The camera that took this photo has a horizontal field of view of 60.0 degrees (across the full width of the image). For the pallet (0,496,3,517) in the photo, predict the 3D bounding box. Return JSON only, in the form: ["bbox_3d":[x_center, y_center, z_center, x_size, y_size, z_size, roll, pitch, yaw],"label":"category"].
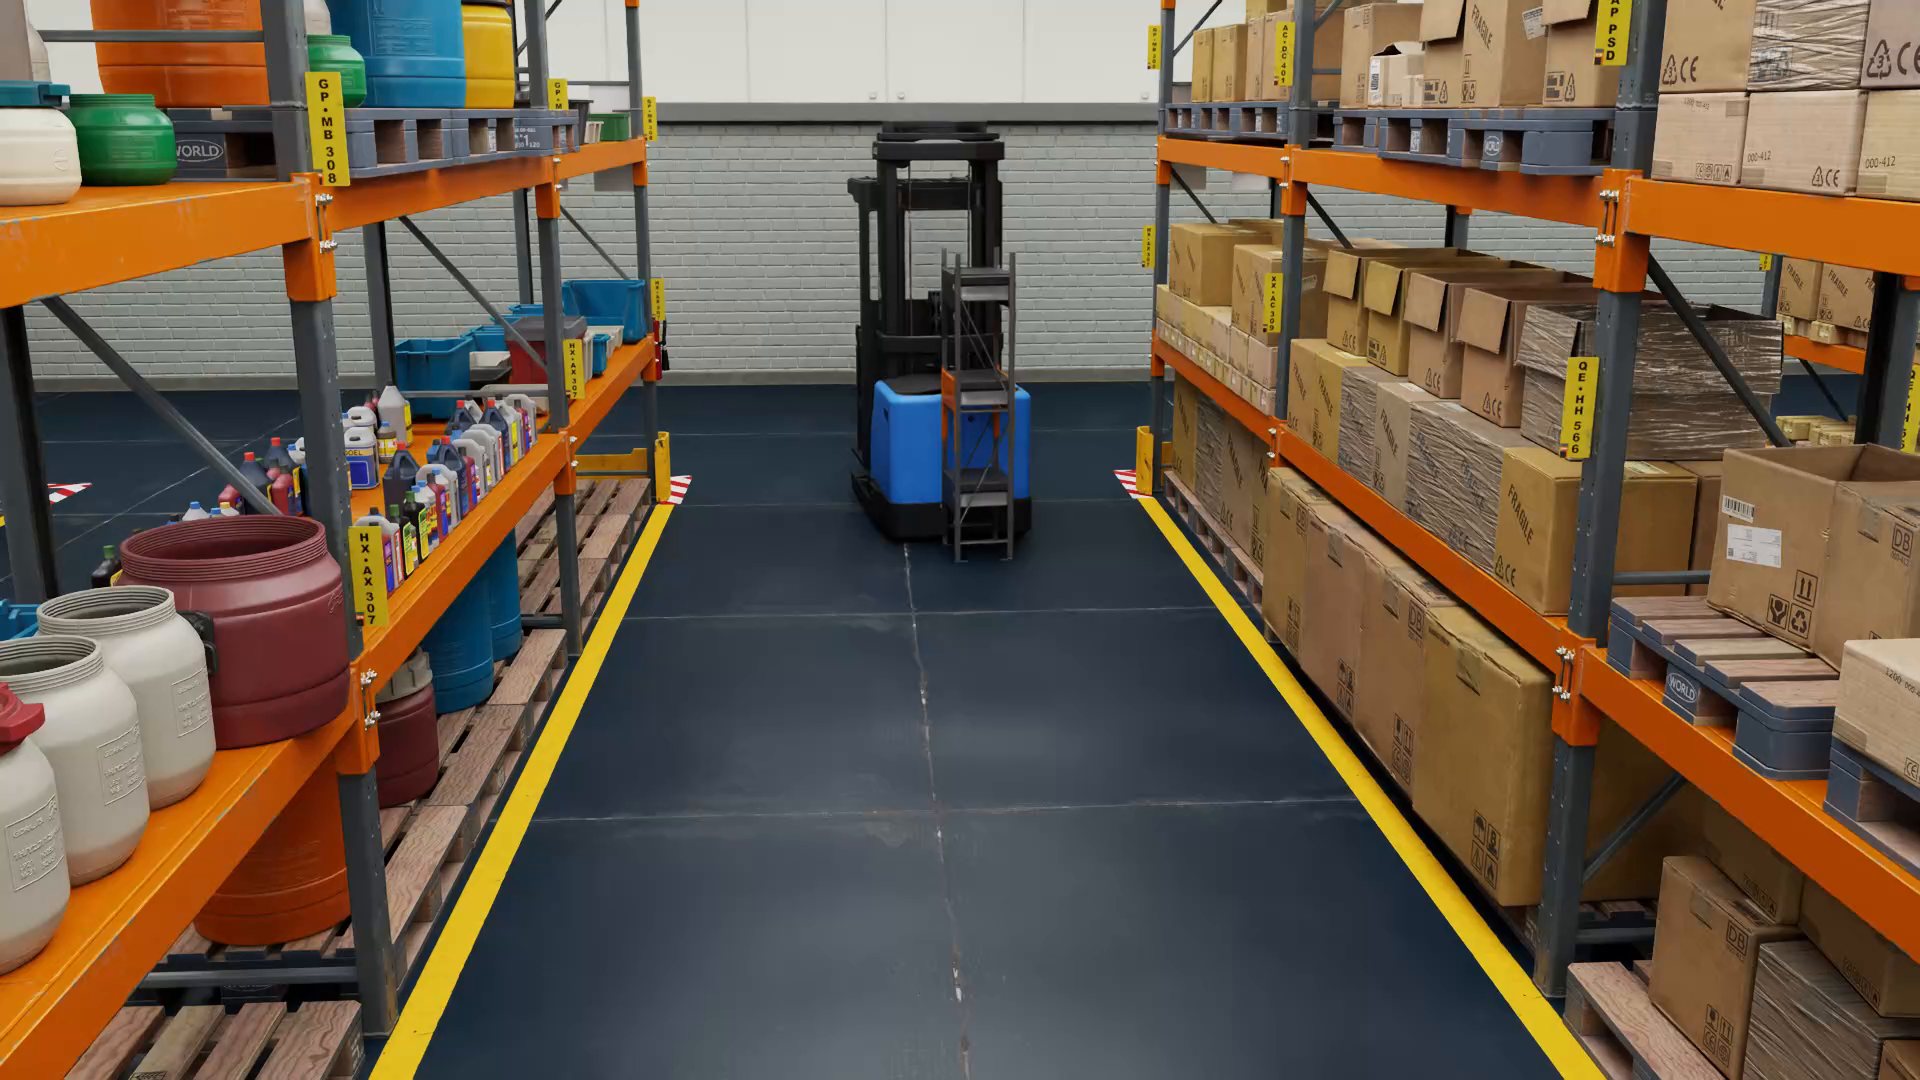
[{"bbox_3d":[-7.792,-0.141,12.151,1.003,0.211,1.213,-1,14,-3],"label":"pallet"}]

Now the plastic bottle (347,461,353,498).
[{"bbox_3d":[-2.812,-0.291,7.536,0.097,0.201,0.097,0,14,0],"label":"plastic bottle"}]

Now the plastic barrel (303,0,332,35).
[{"bbox_3d":[-2.668,-1.955,6.470,0.433,0.535,0.433,0,14,0],"label":"plastic barrel"}]

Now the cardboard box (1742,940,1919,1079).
[{"bbox_3d":[2.644,1.430,4.581,0.700,0.500,0.500,-2,15,-8],"label":"cardboard box"}]

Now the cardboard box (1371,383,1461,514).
[{"bbox_3d":[2.167,-0.418,7.431,0.500,0.500,0.500,-1,14,-2],"label":"cardboard box"}]

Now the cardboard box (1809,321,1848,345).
[{"bbox_3d":[6.710,-1.575,12.630,0.380,0.149,0.250,-1,14,-5],"label":"cardboard box"}]

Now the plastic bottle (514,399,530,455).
[{"bbox_3d":[-2.248,-0.583,8.507,0.061,0.283,0.133,-1,14,-3],"label":"plastic bottle"}]

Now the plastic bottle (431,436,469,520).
[{"bbox_3d":[-2.204,-0.268,7.148,0.144,0.351,0.185,-1,14,-3],"label":"plastic bottle"}]

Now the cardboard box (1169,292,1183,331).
[{"bbox_3d":[1.839,-1.679,12.238,0.500,0.250,0.500,-1,14,-4],"label":"cardboard box"}]

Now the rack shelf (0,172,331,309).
[{"bbox_3d":[-2.284,-0.402,2.991,1.077,0.370,4.000,-1,14,-3],"label":"rack shelf"}]

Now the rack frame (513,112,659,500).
[{"bbox_3d":[-2.903,-1.784,12.941,1.000,3.000,0.127,-1,14,-3],"label":"rack frame"}]

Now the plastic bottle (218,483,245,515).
[{"bbox_3d":[-2.929,-0.116,6.693,0.061,0.283,0.133,-1,14,-3],"label":"plastic bottle"}]

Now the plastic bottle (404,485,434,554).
[{"bbox_3d":[-2.143,-0.080,6.575,0.097,0.271,0.097,0,14,0],"label":"plastic bottle"}]

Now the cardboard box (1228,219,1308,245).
[{"bbox_3d":[2.333,-2.178,12.672,0.500,0.500,0.500,-1,14,-3],"label":"cardboard box"}]

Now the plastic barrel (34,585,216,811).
[{"bbox_3d":[-2.131,0.404,4.213,0.421,0.512,0.421,0,14,0],"label":"plastic barrel"}]

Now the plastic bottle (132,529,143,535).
[{"bbox_3d":[-2.873,0.110,5.812,0.061,0.283,0.133,-1,14,-3],"label":"plastic bottle"}]

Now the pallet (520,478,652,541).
[{"bbox_3d":[-2.891,-0.228,12.489,1.003,0.211,1.213,-1,14,-3],"label":"pallet"}]

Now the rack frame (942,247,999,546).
[{"bbox_3d":[0.073,-0.985,11.642,0.400,2.100,0.015,-3,15,-11],"label":"rack frame"}]

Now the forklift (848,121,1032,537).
[{"bbox_3d":[-0.268,-1.761,12.989,1.130,2.935,3.031,-3,15,-11],"label":"forklift"}]

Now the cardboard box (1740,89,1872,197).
[{"bbox_3d":[2.342,-1.003,4.185,0.500,0.250,0.500,-1,14,-2],"label":"cardboard box"}]

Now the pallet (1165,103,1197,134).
[{"bbox_3d":[2.097,-3.086,12.159,1.003,0.211,1.213,-1,14,-3],"label":"pallet"}]

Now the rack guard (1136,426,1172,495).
[{"bbox_3d":[2.039,-0.656,13.573,1.175,0.500,0.348,-1,14,-3],"label":"rack guard"}]

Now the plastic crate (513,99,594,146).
[{"bbox_3d":[-2.459,-2.492,9.935,0.497,0.269,0.590,-1,14,-3],"label":"plastic crate"}]

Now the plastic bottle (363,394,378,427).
[{"bbox_3d":[-3.050,-0.602,8.581,0.061,0.283,0.133,-1,14,-3],"label":"plastic bottle"}]

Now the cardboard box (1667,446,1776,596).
[{"bbox_3d":[2.777,-0.045,5.980,0.500,0.500,0.500,0,14,-2],"label":"cardboard box"}]

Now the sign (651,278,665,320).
[{"bbox_3d":[-2.355,-1.876,12.970,0.100,0.325,0.005,-1,14,-3],"label":"sign"}]

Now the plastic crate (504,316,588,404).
[{"bbox_3d":[-2.460,-1.075,9.938,0.402,0.464,0.583,-1,14,-3],"label":"plastic crate"}]

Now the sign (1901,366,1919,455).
[{"bbox_3d":[3.077,-0.404,5.413,0.100,0.325,0.005,-1,14,-3],"label":"sign"}]

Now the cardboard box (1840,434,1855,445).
[{"bbox_3d":[6.813,-0.696,12.395,0.380,0.149,0.250,-2,15,-6],"label":"cardboard box"}]

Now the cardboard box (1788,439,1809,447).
[{"bbox_3d":[6.773,-0.745,13.183,0.380,0.149,0.250,0,14,-1],"label":"cardboard box"}]

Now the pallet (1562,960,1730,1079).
[{"bbox_3d":[2.583,1.674,5.098,1.003,0.211,1.213,-1,14,-3],"label":"pallet"}]

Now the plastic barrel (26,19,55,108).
[{"bbox_3d":[-2.694,-1.220,4.502,0.421,0.512,0.421,0,14,0],"label":"plastic barrel"}]

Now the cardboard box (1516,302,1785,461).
[{"bbox_3d":[2.507,-0.588,6.076,0.797,0.503,0.637,0,14,-2],"label":"cardboard box"}]

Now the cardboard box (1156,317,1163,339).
[{"bbox_3d":[1.733,-1.646,12.907,0.380,0.149,0.250,-1,14,-3],"label":"cardboard box"}]

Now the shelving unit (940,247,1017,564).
[{"bbox_3d":[0.119,-0.926,11.410,0.431,2.100,0.503,-3,15,-11],"label":"shelving unit"}]

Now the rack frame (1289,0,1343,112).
[{"bbox_3d":[2.288,-3.771,8.625,1.000,3.000,0.127,-1,14,-3],"label":"rack frame"}]

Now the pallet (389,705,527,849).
[{"bbox_3d":[-2.571,1.058,7.492,1.003,0.211,1.213,-1,14,-3],"label":"pallet"}]

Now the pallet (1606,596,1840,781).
[{"bbox_3d":[2.686,0.397,4.847,1.213,0.211,1.003,-1,14,-3],"label":"pallet"}]

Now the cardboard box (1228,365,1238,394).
[{"bbox_3d":[1.894,-1.007,10.424,0.380,0.149,0.250,-1,14,-2],"label":"cardboard box"}]

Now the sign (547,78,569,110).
[{"bbox_3d":[-2.106,-2.255,8.731,0.100,0.325,0.005,-1,14,-3],"label":"sign"}]

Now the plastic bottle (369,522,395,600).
[{"bbox_3d":[-2.087,0.067,5.981,0.061,0.283,0.133,-1,14,-3],"label":"plastic bottle"}]

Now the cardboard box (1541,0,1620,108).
[{"bbox_3d":[2.426,-1.728,5.652,0.797,0.503,0.637,0,14,0],"label":"cardboard box"}]

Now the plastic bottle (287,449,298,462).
[{"bbox_3d":[-2.949,-0.265,7.294,0.097,0.271,0.097,0,14,0],"label":"plastic bottle"}]

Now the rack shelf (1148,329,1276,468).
[{"bbox_3d":[2.164,-1.015,11.395,1.077,0.370,4.000,-1,14,-3],"label":"rack shelf"}]

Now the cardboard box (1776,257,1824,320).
[{"bbox_3d":[6.749,-1.989,12.939,0.500,0.500,0.500,0,14,-1],"label":"cardboard box"}]

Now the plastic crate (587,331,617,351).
[{"bbox_3d":[-2.668,-1.413,11.908,0.396,0.136,0.243,-1,14,-3],"label":"plastic crate"}]

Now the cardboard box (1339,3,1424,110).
[{"bbox_3d":[2.334,-2.426,8.374,0.700,0.500,0.500,-1,14,-2],"label":"cardboard box"}]

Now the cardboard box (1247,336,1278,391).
[{"bbox_3d":[1.999,-1.043,9.765,0.500,0.250,0.500,-1,14,-4],"label":"cardboard box"}]

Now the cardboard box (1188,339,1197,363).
[{"bbox_3d":[1.815,-1.326,11.664,0.380,0.149,0.250,-1,14,-4],"label":"cardboard box"}]

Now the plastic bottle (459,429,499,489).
[{"bbox_3d":[-2.246,-0.387,7.758,0.152,0.276,0.135,-1,14,-3],"label":"plastic bottle"}]

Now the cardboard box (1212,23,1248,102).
[{"bbox_3d":[2.121,-3.216,11.240,0.700,0.500,0.500,-2,15,-7],"label":"cardboard box"}]

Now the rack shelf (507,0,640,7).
[{"bbox_3d":[-2.779,-3.650,10.400,1.077,0.370,4.000,-1,14,-3],"label":"rack shelf"}]

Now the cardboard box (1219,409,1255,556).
[{"bbox_3d":[2.271,-0.430,11.097,0.875,0.875,0.875,-1,14,-3],"label":"cardboard box"}]

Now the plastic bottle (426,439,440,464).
[{"bbox_3d":[-2.355,-0.320,7.509,0.097,0.271,0.097,0,14,0],"label":"plastic bottle"}]

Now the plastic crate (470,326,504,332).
[{"bbox_3d":[-3.135,-1.338,11.424,0.416,0.233,0.300,-1,14,-3],"label":"plastic crate"}]
